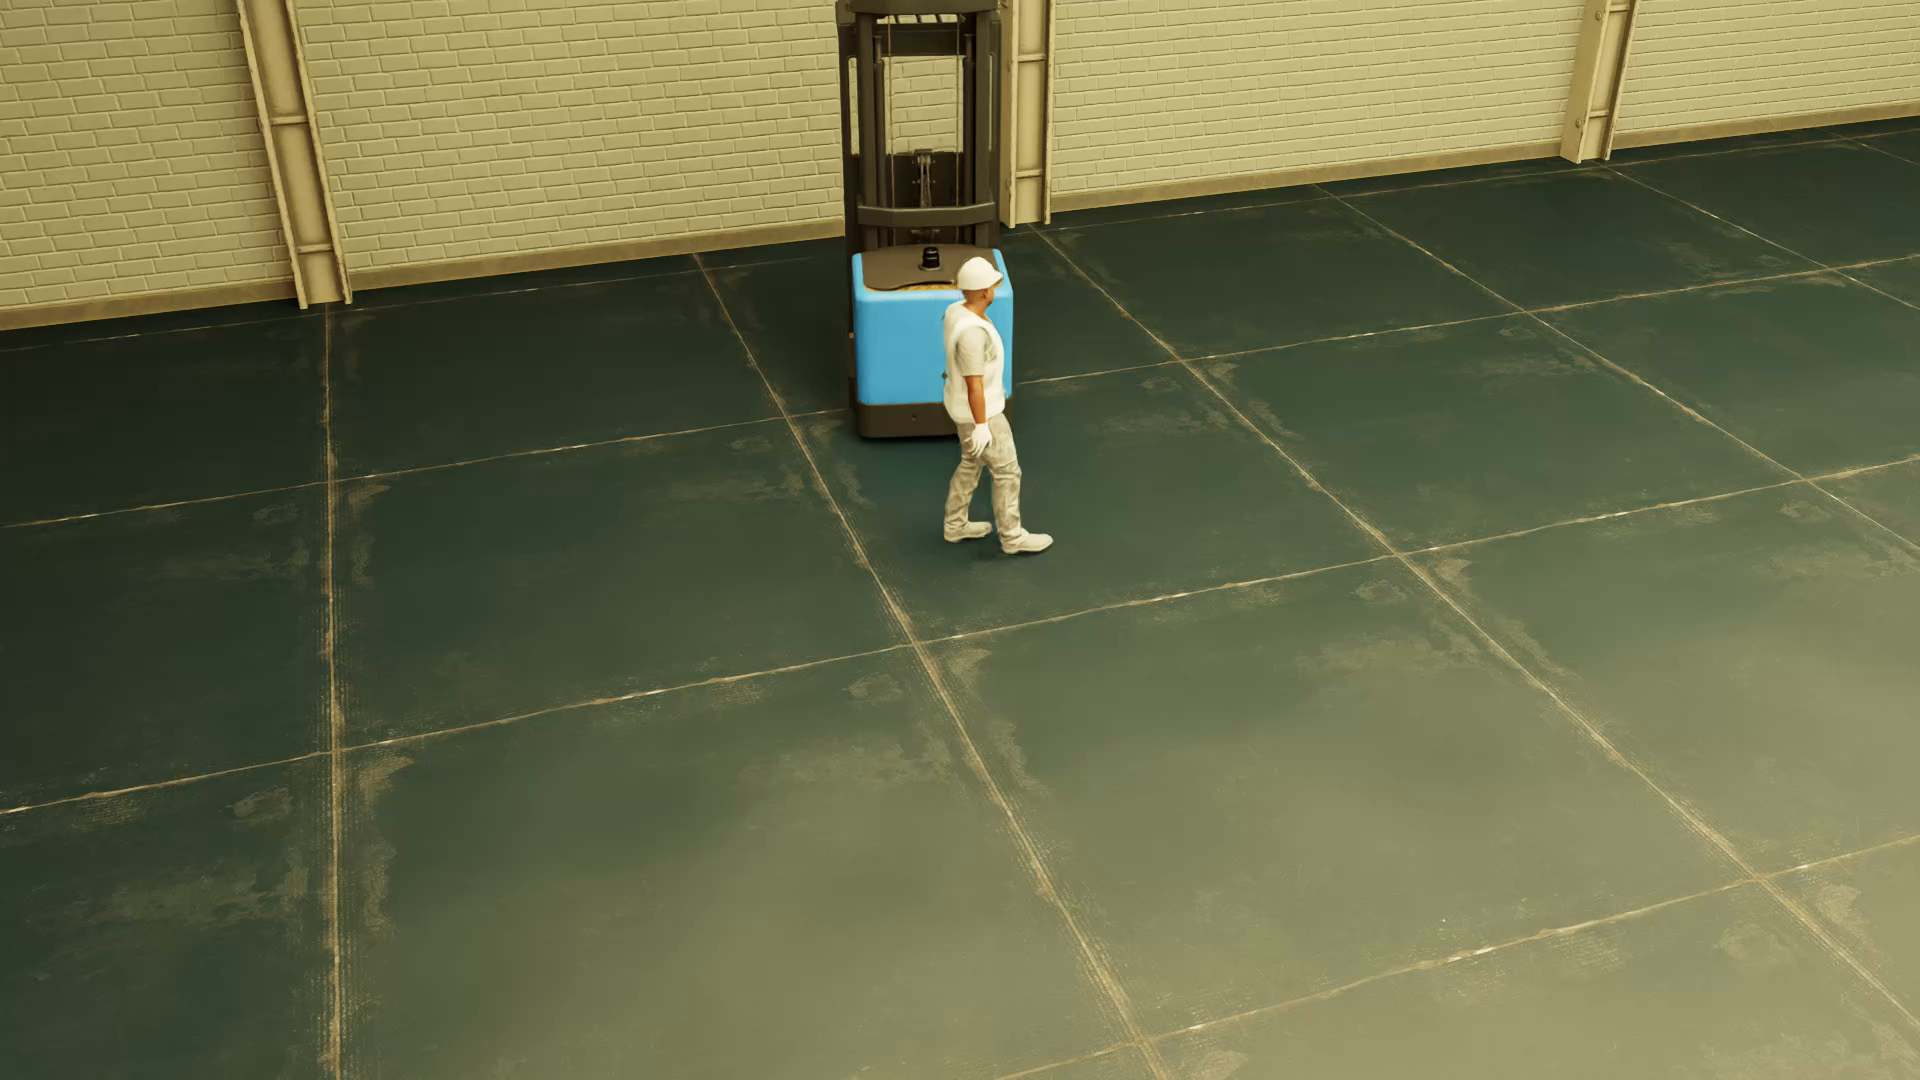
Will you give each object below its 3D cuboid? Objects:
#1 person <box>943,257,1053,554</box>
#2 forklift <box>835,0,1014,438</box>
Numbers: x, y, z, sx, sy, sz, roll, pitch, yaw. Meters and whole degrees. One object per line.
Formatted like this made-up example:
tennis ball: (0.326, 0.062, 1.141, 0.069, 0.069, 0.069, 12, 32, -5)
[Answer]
person: (0.208, -0.782, 9.628, 0.610, 1.771, 0.721, -6, 31, -11)
forklift: (-0.287, -2.658, 11.707, 1.130, 2.935, 3.031, -3, 30, -4)
